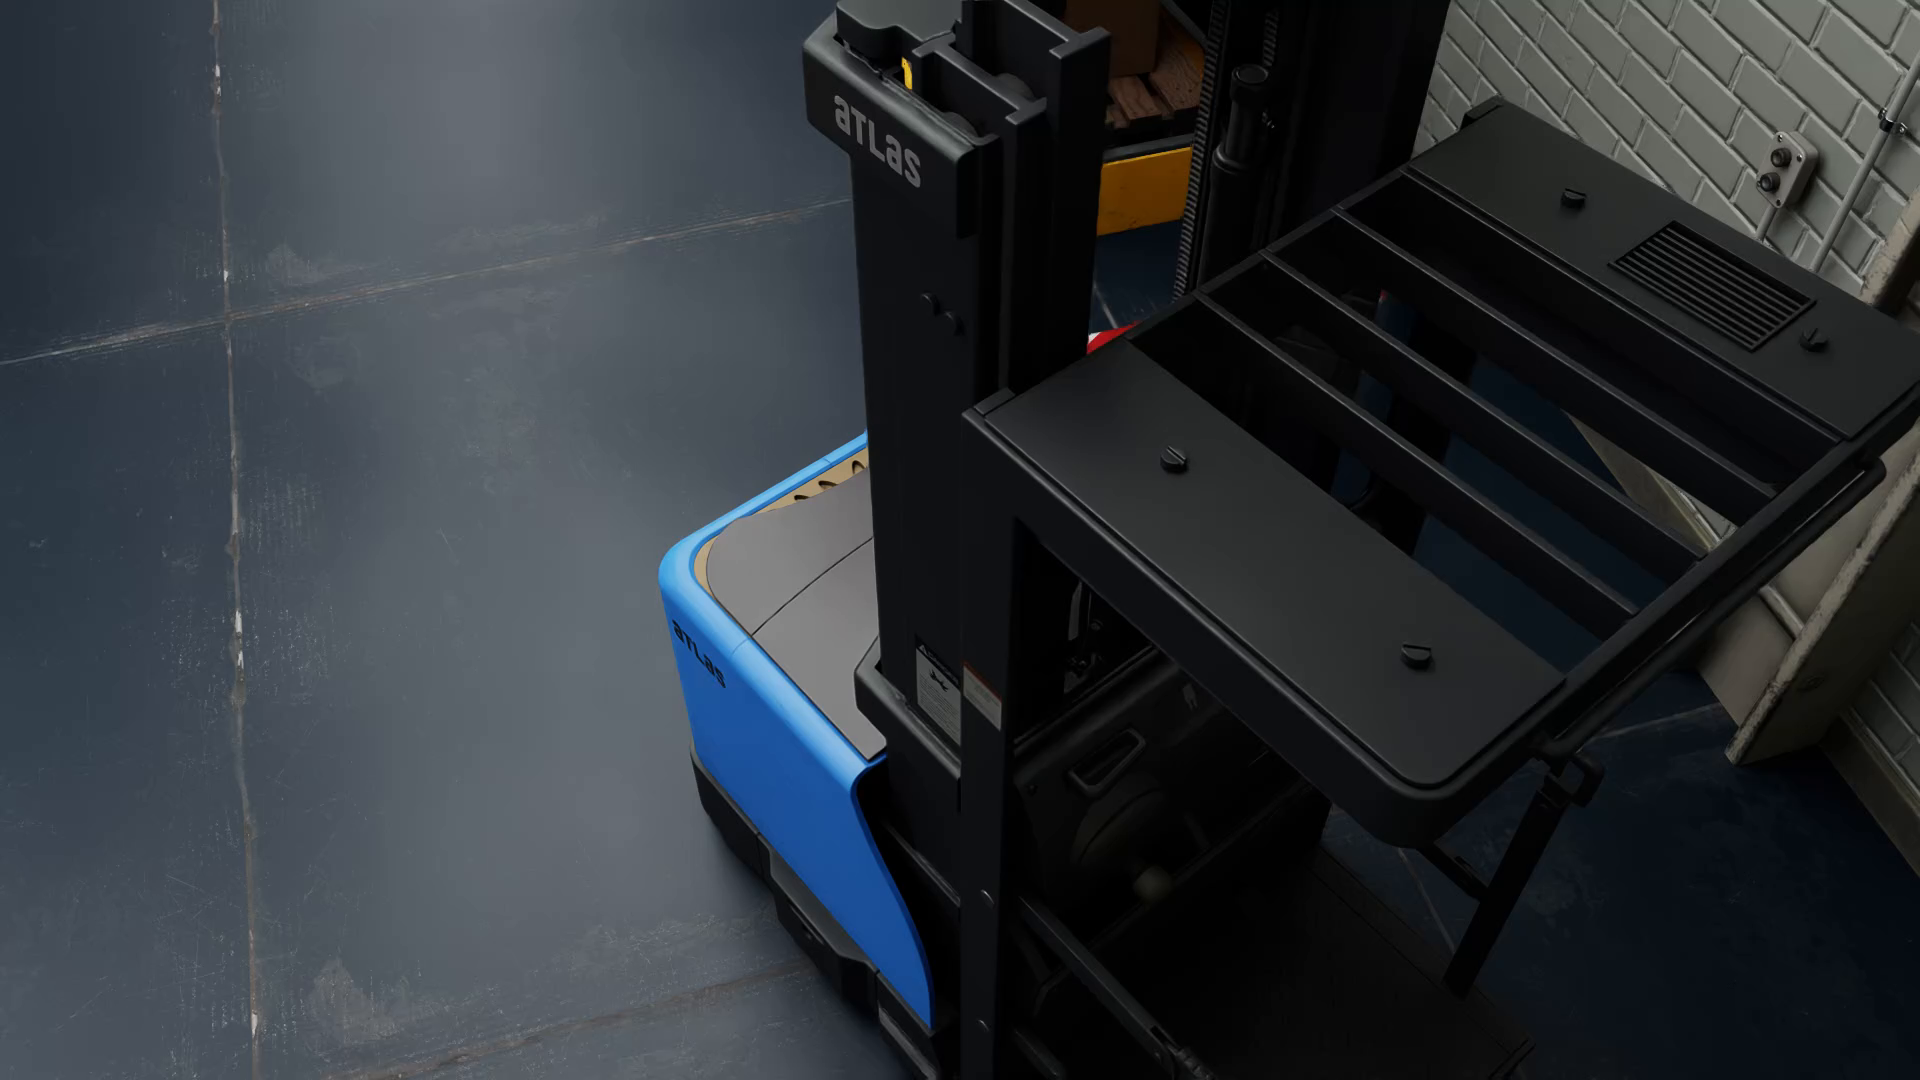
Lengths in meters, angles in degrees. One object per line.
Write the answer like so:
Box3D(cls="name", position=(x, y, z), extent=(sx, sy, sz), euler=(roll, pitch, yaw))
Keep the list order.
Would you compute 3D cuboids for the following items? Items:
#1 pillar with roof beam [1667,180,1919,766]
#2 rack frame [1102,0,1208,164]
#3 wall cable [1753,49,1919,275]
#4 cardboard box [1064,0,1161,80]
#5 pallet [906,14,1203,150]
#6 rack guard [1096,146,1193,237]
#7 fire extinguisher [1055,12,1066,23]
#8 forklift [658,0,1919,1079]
Box3D(cls="pillar with roof beam", position=(-1.830, -1.465, 0.599), extent=(9.100, 9.000, 0.400), euler=(-13, 51, -11))
Box3D(cls="rack frame", position=(0.658, -2.281, 5.211), extent=(1.000, 3.000, 0.127), euler=(-13, 51, -11))
Box3D(cls="wall cable", position=(1.940, -1.887, 4.214), extent=(0.084, 1.984, 1.851), euler=(-13, 51, -11))
Box3D(cls="cardboard box", position=(0.355, -2.099, 6.418), extent=(0.700, 0.500, 0.500), euler=(-13, 51, -11))
Box3D(cls="pallet", position=(0.346, -1.948, 6.754), extent=(1.003, 0.211, 1.213), euler=(-13, 51, -11))
Box3D(cls="rack guard", position=(0.665, -1.457, 6.152), extent=(1.175, 0.500, 0.348), euler=(-13, 51, -11))
Box3D(cls="fire extinguisher", position=(0.261, -1.921, 5.202), extent=(0.296, 0.674, 0.183), euler=(-13, 51, -11))
Box3D(cls="forklift", position=(0.614, 0.415, 2.983), extent=(1.130, 2.935, 3.031), euler=(-32, 57, -24))
